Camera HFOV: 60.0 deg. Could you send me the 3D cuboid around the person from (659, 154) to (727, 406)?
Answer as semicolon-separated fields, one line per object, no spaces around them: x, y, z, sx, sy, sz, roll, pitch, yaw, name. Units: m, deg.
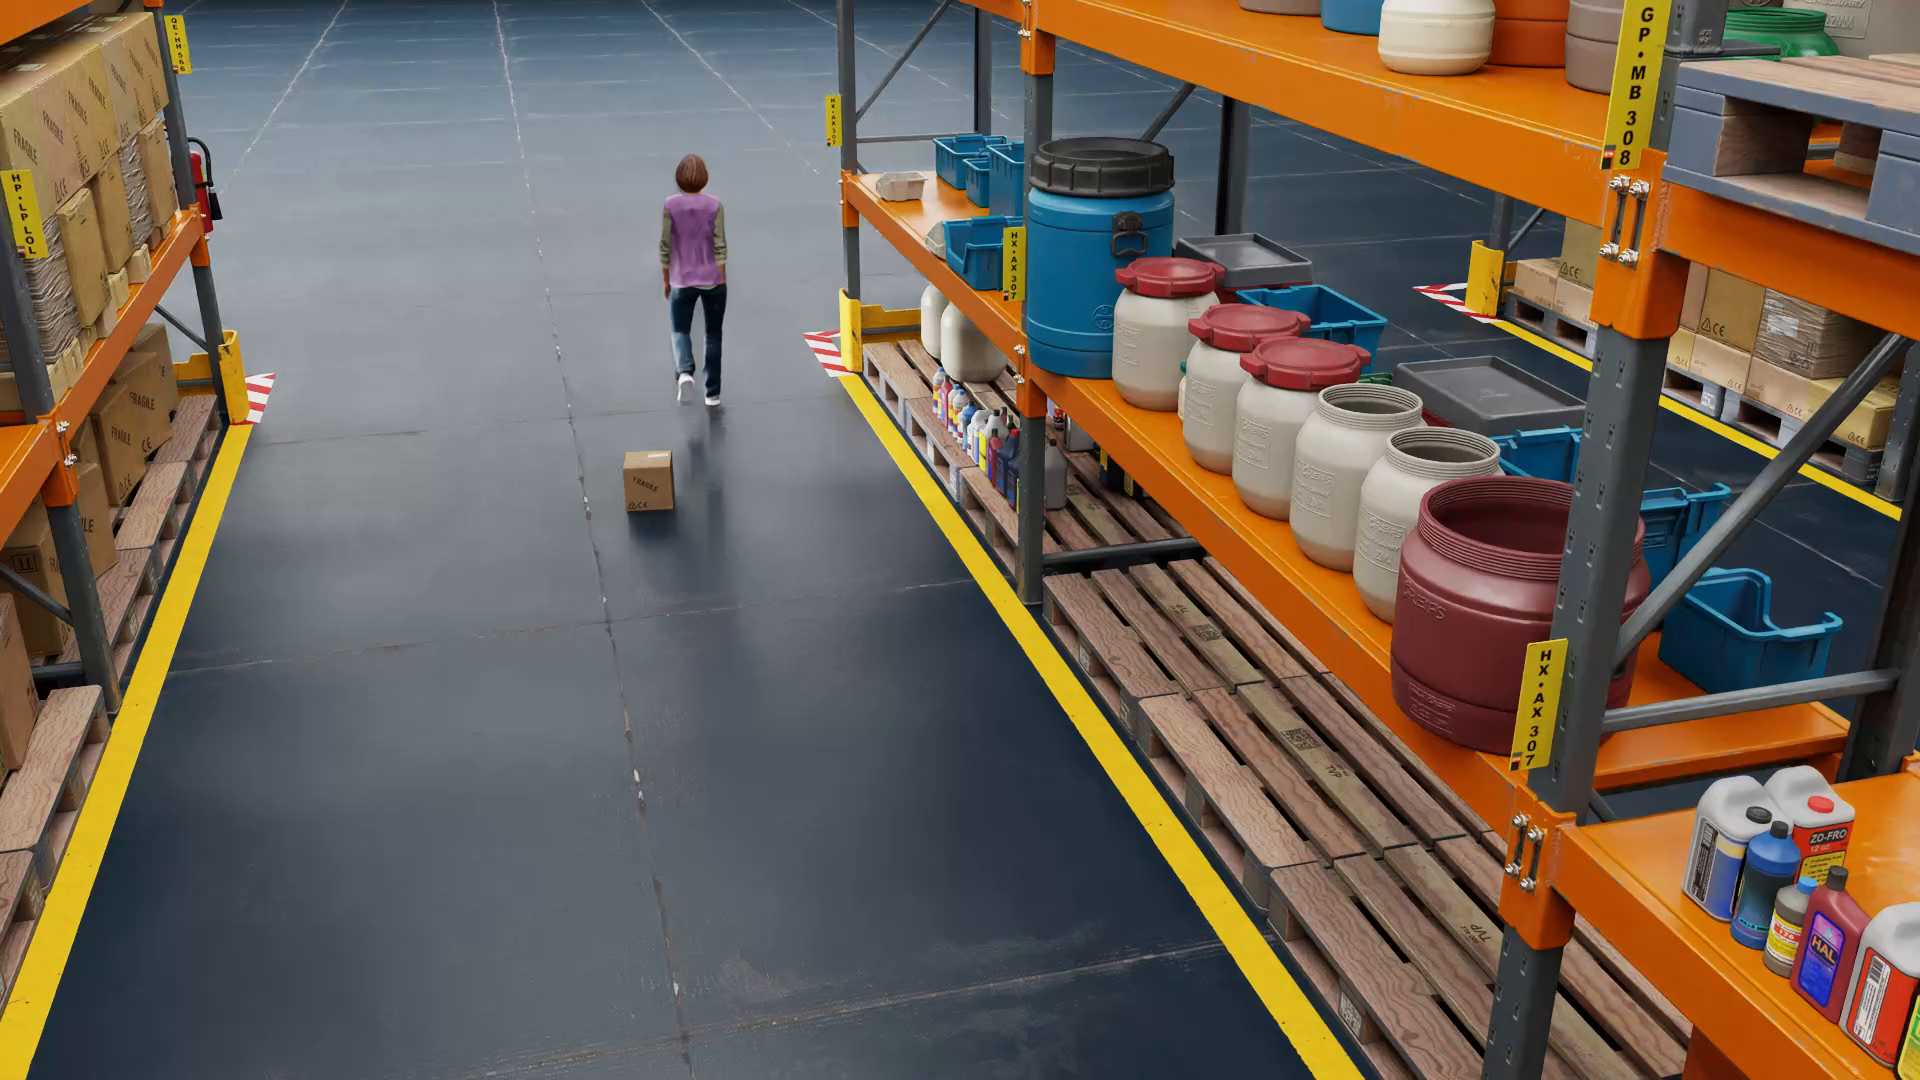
-1.616;-1.543;10.150;0.414;1.586;0.638;-3;23;-8;person
